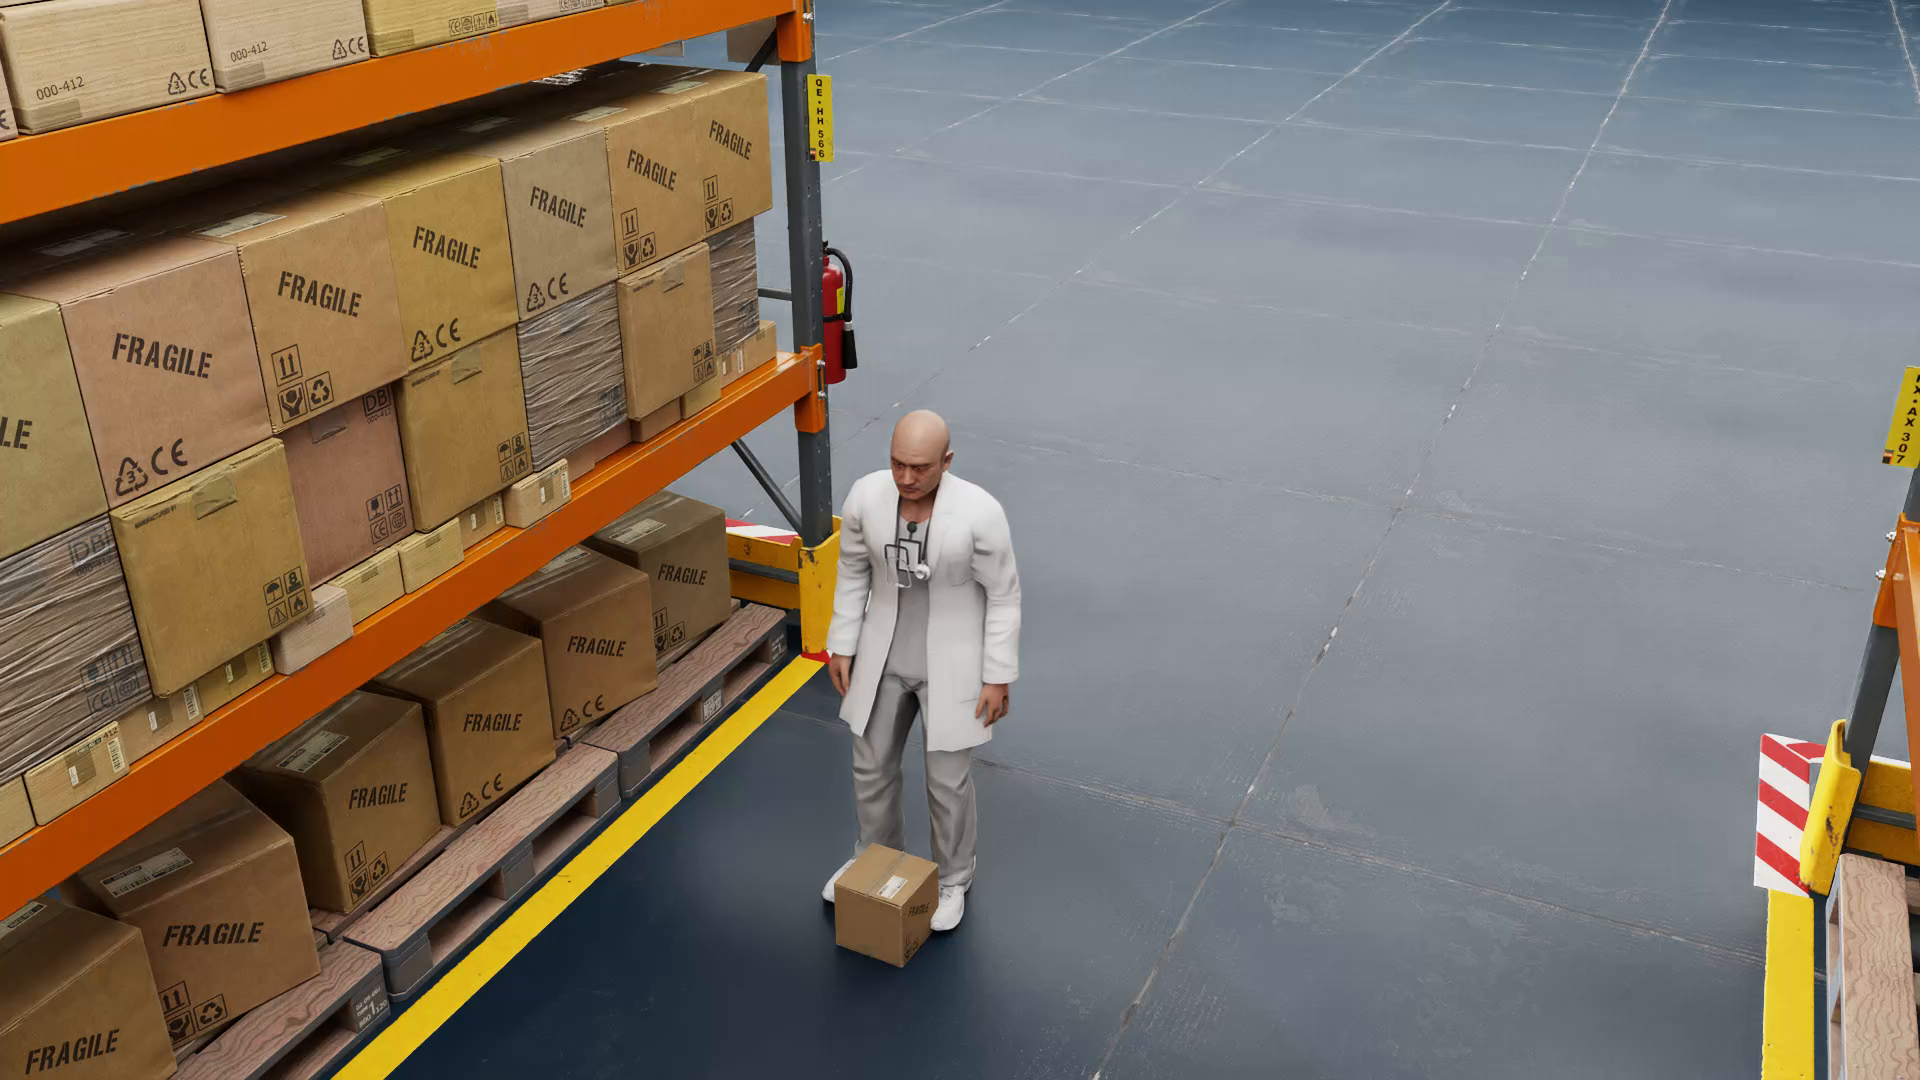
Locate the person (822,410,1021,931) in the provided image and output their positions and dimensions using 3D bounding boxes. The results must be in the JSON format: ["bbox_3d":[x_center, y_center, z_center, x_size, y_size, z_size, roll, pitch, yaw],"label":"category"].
[{"bbox_3d":[-0.124,0.403,5.296,0.649,1.772,0.429,9,27,19],"label":"person"}]
